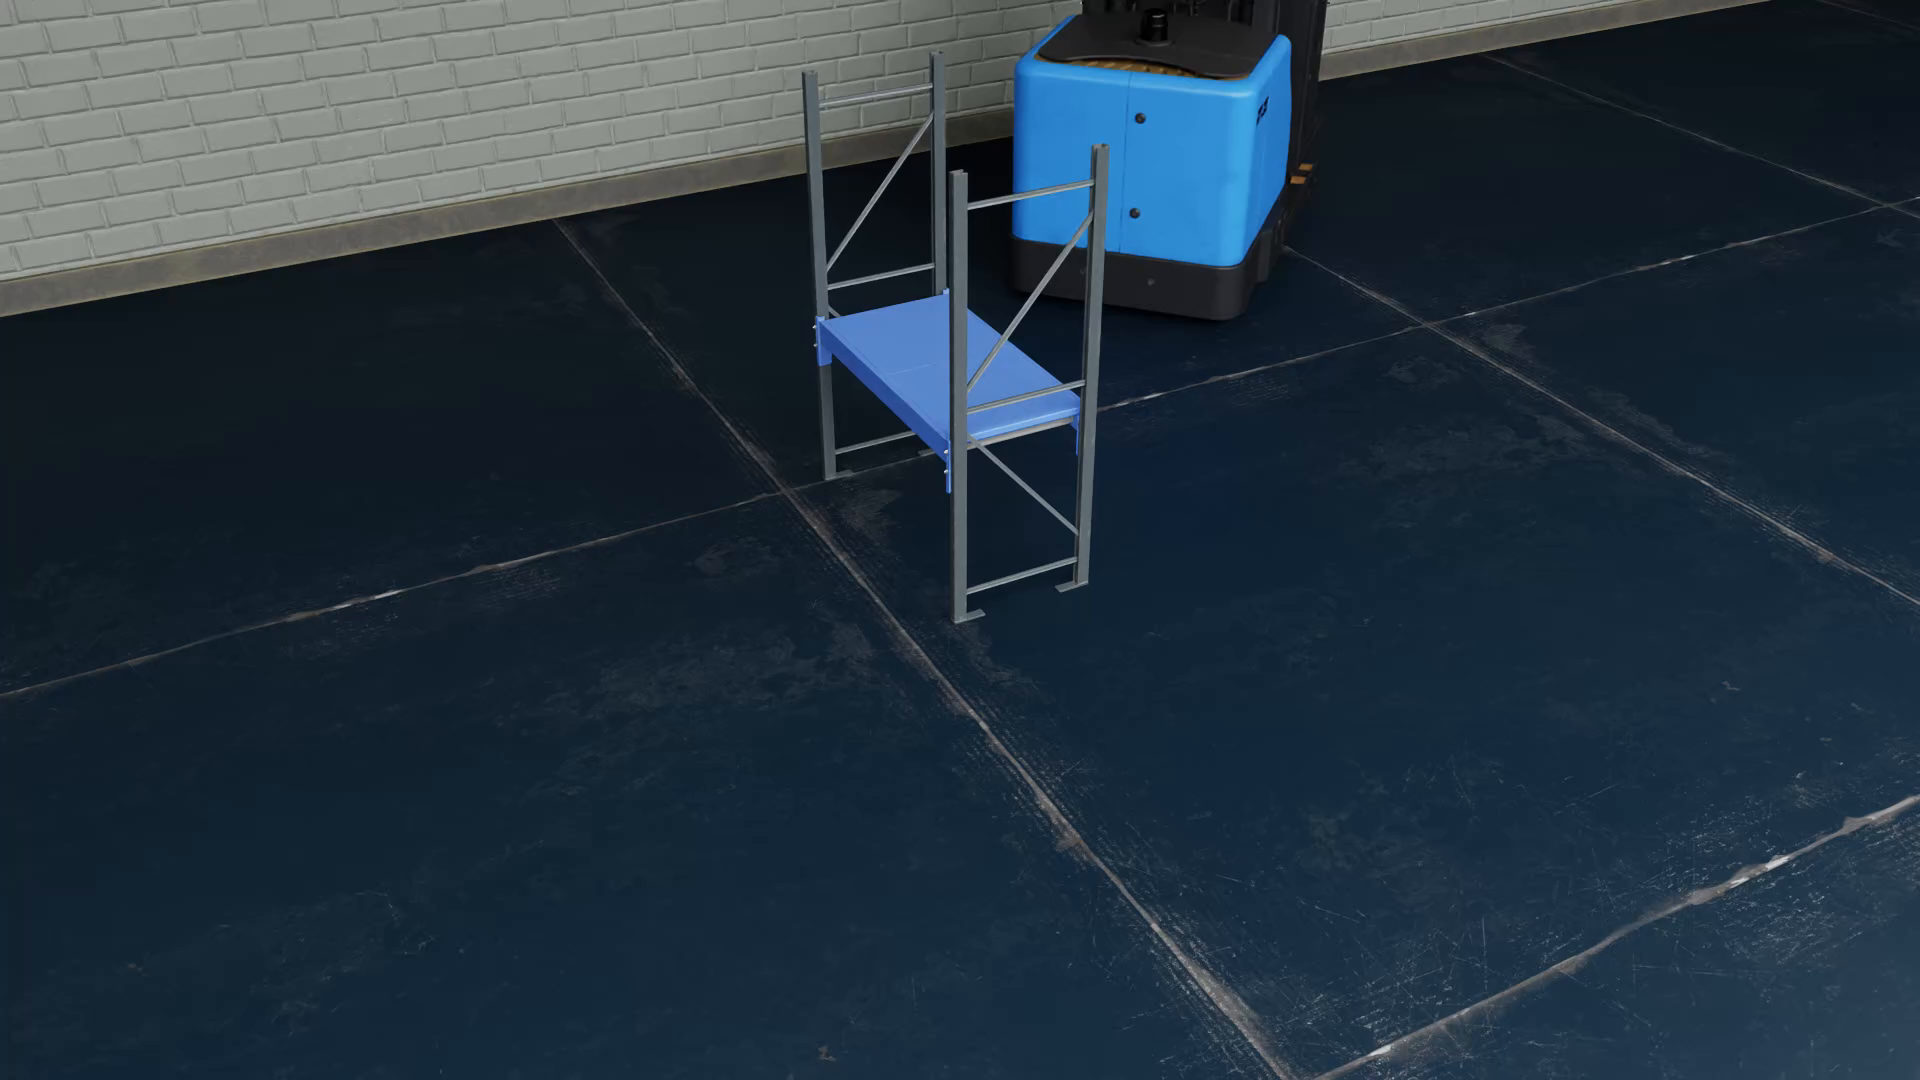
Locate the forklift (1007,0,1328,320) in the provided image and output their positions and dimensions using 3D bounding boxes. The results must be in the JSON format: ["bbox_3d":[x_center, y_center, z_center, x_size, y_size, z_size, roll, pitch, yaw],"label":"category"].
[{"bbox_3d":[1.189,-2.956,7.646,1.130,2.935,3.031,11,34,17],"label":"forklift"}]

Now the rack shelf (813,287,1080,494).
[{"bbox_3d":[-0.040,-0.521,5.506,0.538,0.185,1.000,-16,36,-23],"label":"rack shelf"}]

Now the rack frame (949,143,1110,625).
[{"bbox_3d":[0.197,-0.430,5.030,0.500,1.500,0.032,-16,36,-23],"label":"rack frame"}]

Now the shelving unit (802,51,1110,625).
[{"bbox_3d":[-0.040,-0.672,5.409,0.538,1.500,1.048,-16,36,-23],"label":"shelving unit"}]

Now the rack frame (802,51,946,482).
[{"bbox_3d":[-0.277,-0.915,5.788,0.500,1.500,0.032,-16,36,-23],"label":"rack frame"}]
